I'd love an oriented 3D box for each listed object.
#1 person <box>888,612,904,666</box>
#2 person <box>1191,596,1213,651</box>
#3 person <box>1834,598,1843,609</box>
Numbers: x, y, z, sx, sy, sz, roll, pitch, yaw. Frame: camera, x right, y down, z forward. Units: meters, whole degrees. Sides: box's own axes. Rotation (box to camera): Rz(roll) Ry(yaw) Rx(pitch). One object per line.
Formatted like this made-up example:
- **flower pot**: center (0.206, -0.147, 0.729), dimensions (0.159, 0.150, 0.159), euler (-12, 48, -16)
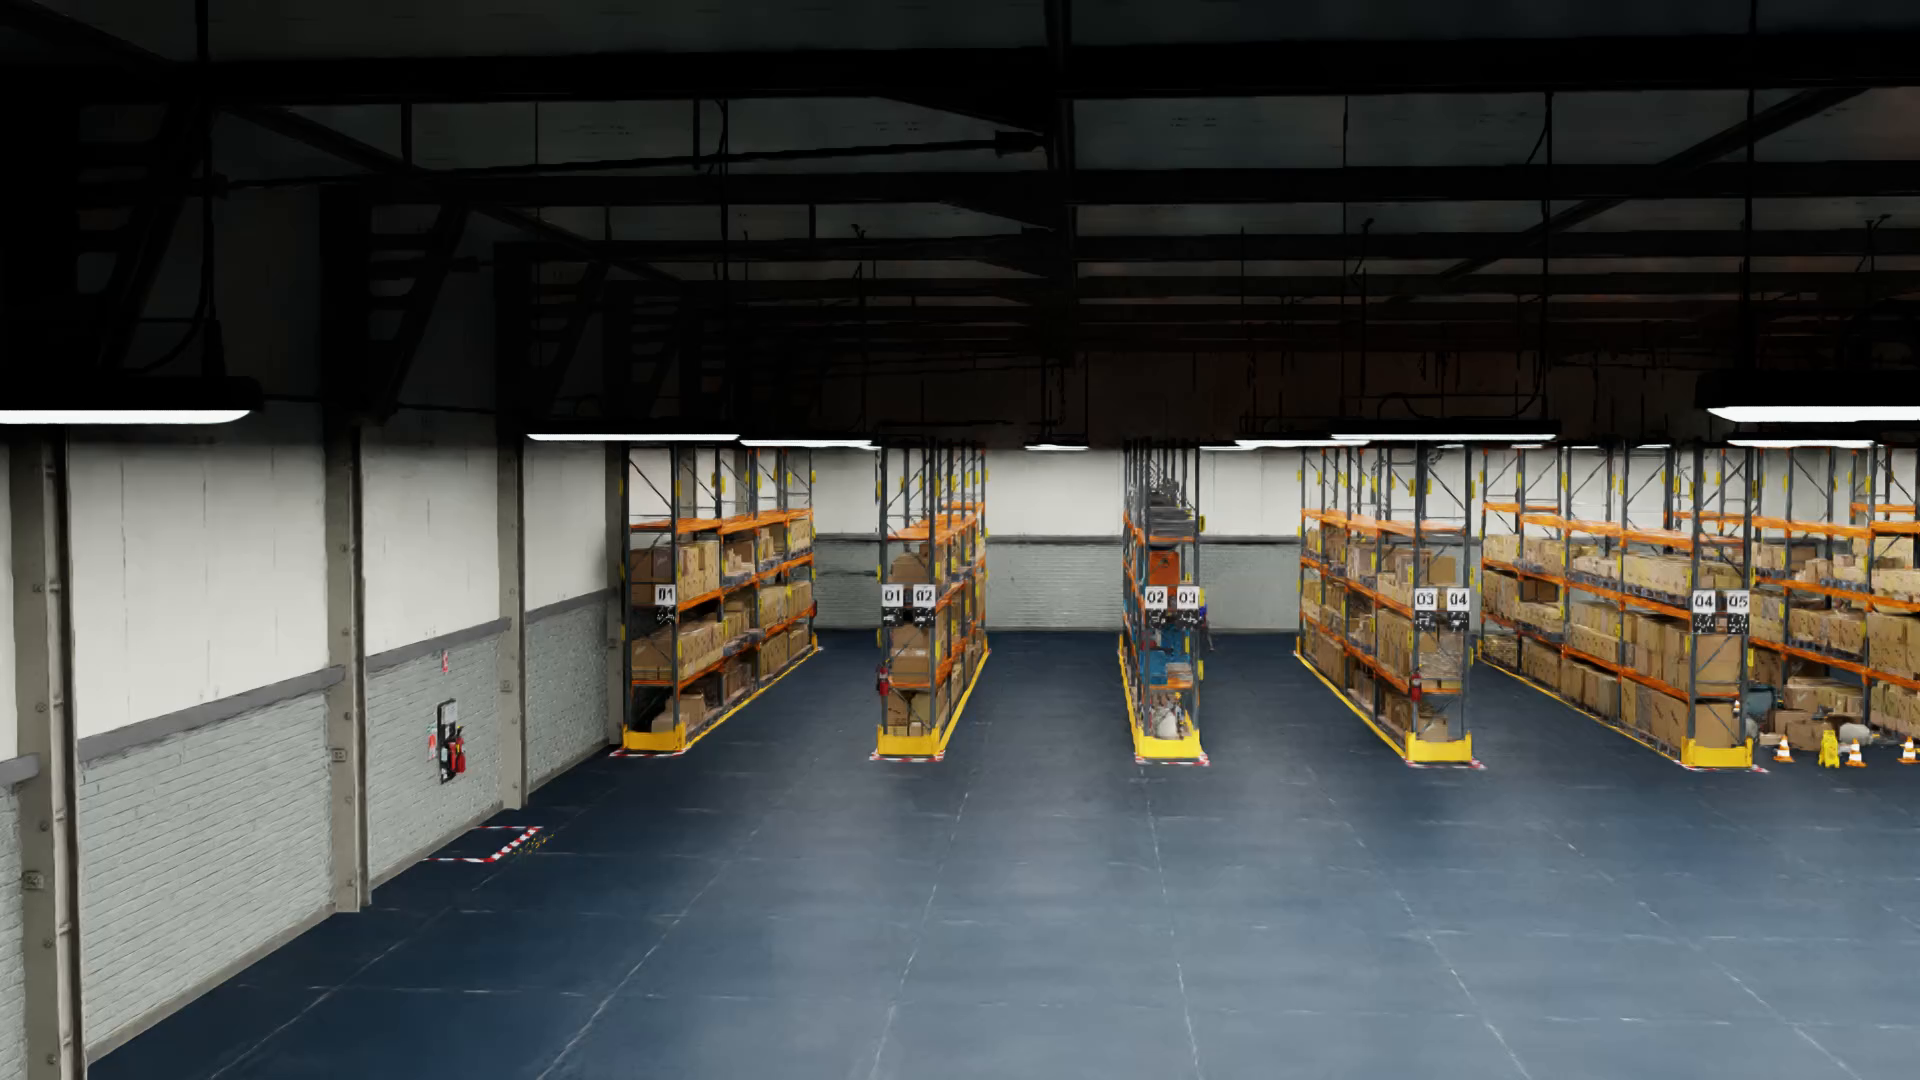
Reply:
- **person**: center (-1.574, 2.535, 44.125), dimensions (0.677, 1.674, 0.534), euler (0, 3, 2)
- **person**: center (6.962, 2.359, 47.632), dimensions (0.527, 1.642, 0.589), euler (-1, 3, -11)
- **person**: center (24.776, 2.417, 46.765), dimensions (0.498, 1.565, 0.543), euler (-1, 3, -19)
